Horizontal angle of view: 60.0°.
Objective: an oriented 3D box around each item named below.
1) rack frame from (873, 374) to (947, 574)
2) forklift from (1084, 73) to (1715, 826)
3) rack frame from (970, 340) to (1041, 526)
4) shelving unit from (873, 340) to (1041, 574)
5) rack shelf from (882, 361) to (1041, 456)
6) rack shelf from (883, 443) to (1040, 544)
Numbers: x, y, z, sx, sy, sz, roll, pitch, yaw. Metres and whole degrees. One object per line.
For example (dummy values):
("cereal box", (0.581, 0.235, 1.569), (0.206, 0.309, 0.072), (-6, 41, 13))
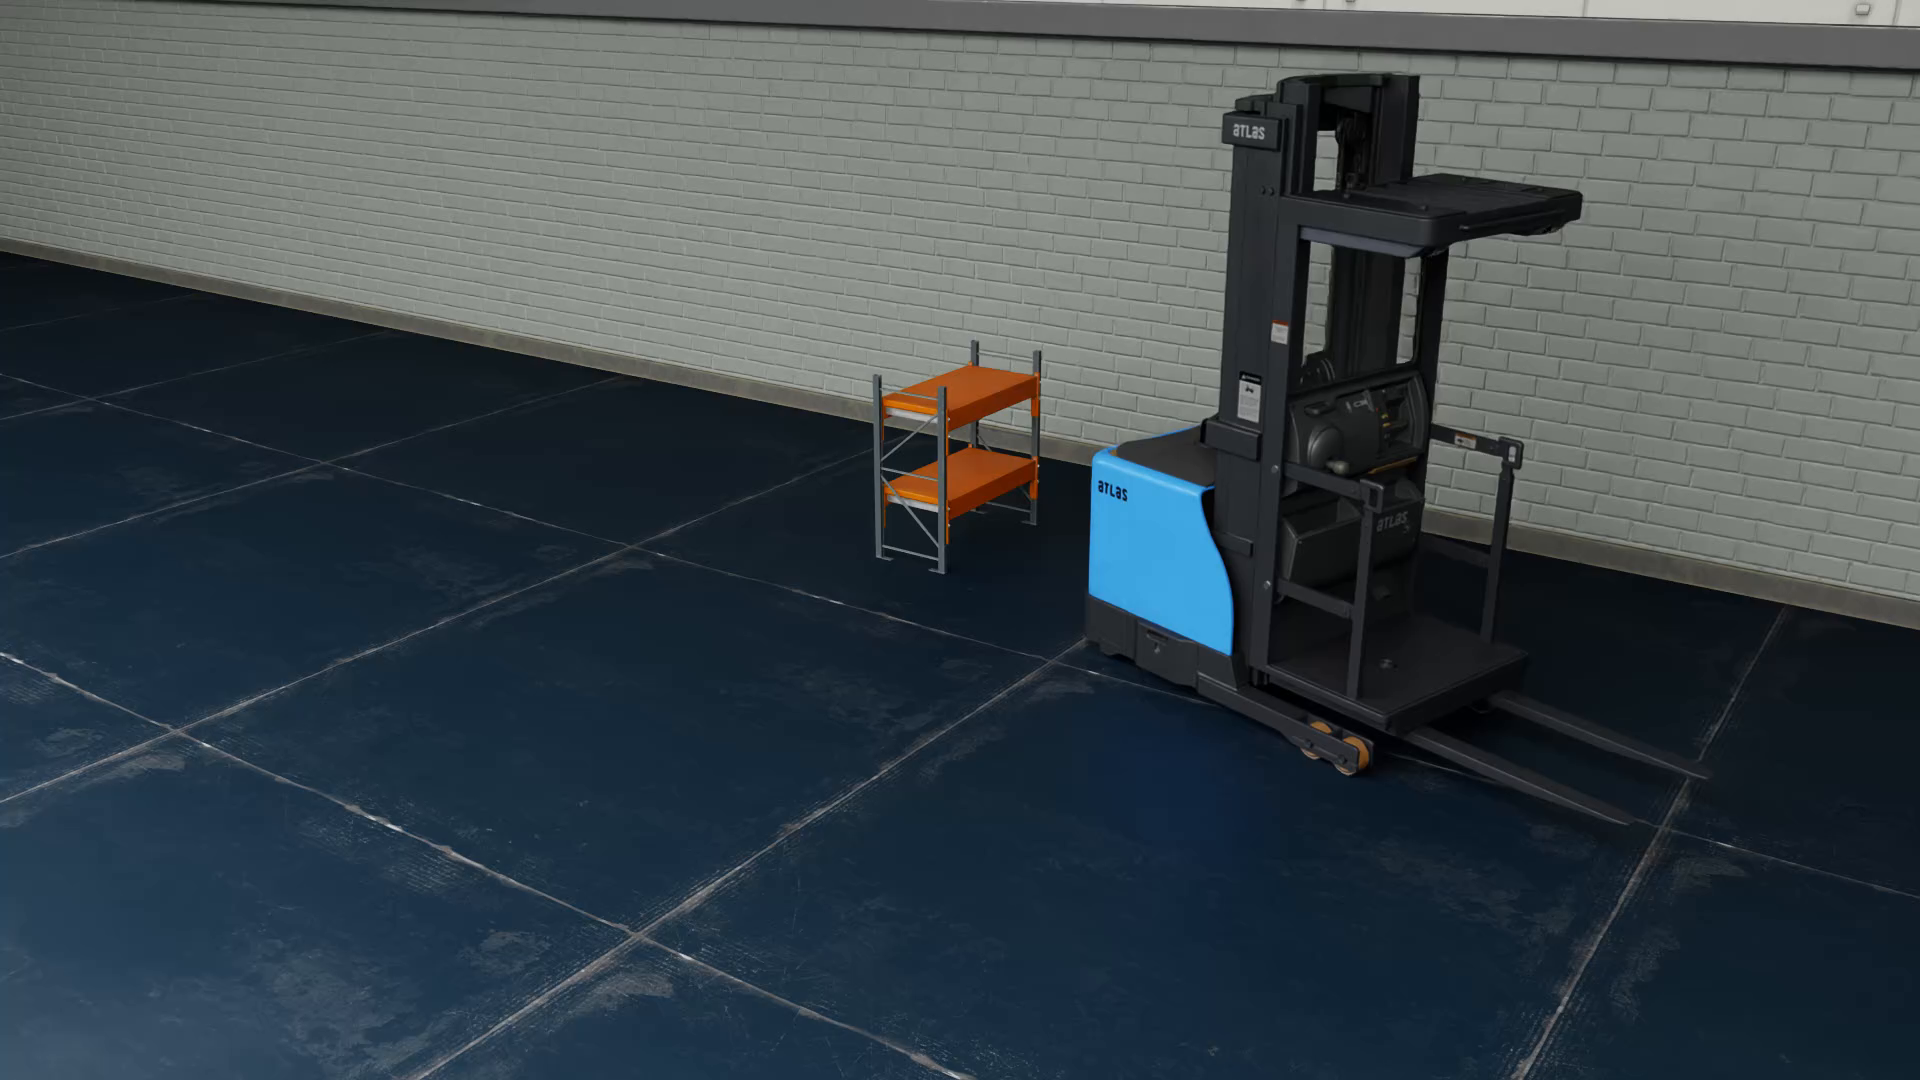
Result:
("rack frame", (-0.290, -0.380, 9.670), (0.500, 1.125, 0.032), (13, 24, 32))
("forklift", (1.960, -0.521, 7.447), (1.130, 2.935, 3.031), (-15, 25, -36))
("rack frame", (0.282, -0.671, 10.459), (0.500, 1.125, 0.032), (13, 24, 32))
("shelving unit", (-0.004, -0.526, 10.065), (0.538, 1.125, 1.048), (13, 24, 32))
("rack shelf", (-0.004, -0.800, 9.963), (0.538, 0.278, 1.000), (13, 24, 32))
("rack shelf", (-0.004, -0.296, 10.149), (0.538, 0.278, 1.000), (13, 24, 32))
